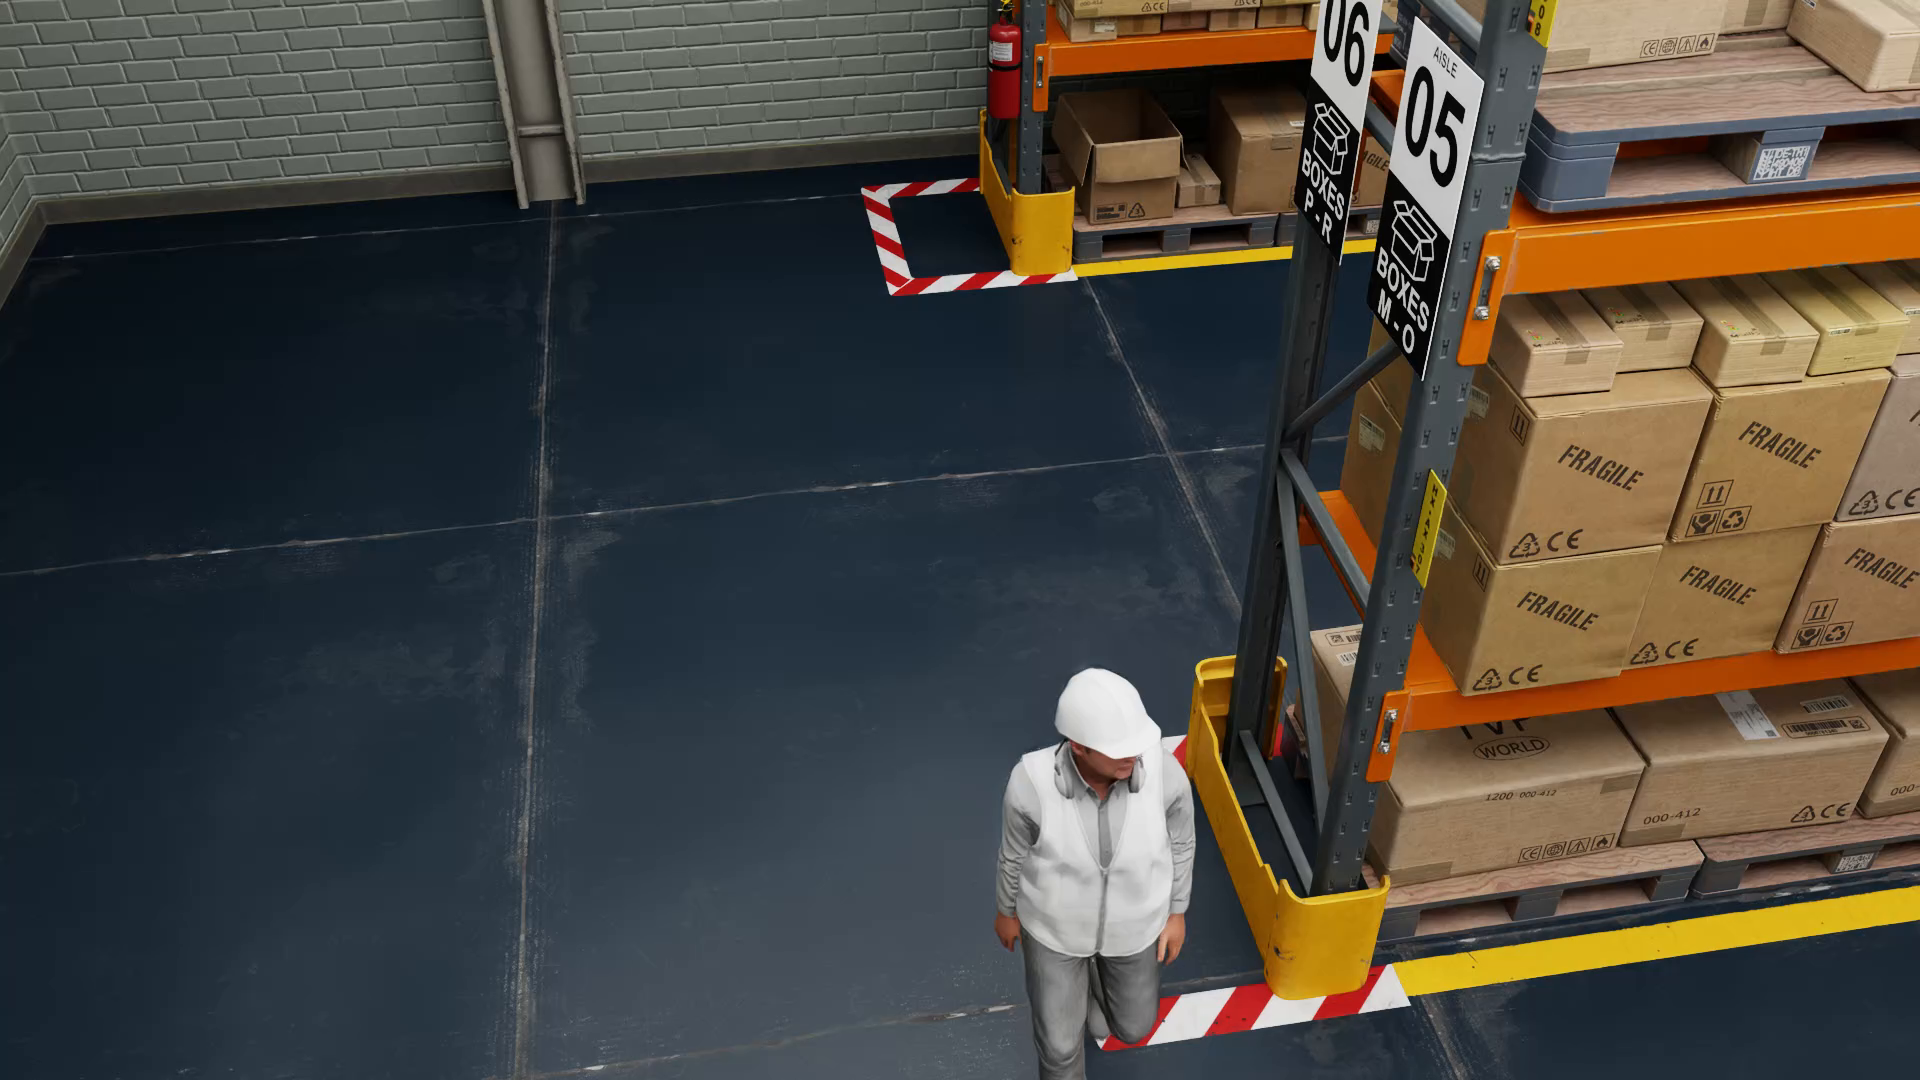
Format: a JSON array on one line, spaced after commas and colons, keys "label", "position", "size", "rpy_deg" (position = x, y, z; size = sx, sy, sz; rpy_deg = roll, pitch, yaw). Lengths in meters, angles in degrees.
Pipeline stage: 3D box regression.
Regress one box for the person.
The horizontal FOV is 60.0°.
[{"label": "person", "position": [0.383, 1.065, 4.763], "size": [0.561, 1.754, 0.753], "rpy_deg": [-2, 38, -2]}]
